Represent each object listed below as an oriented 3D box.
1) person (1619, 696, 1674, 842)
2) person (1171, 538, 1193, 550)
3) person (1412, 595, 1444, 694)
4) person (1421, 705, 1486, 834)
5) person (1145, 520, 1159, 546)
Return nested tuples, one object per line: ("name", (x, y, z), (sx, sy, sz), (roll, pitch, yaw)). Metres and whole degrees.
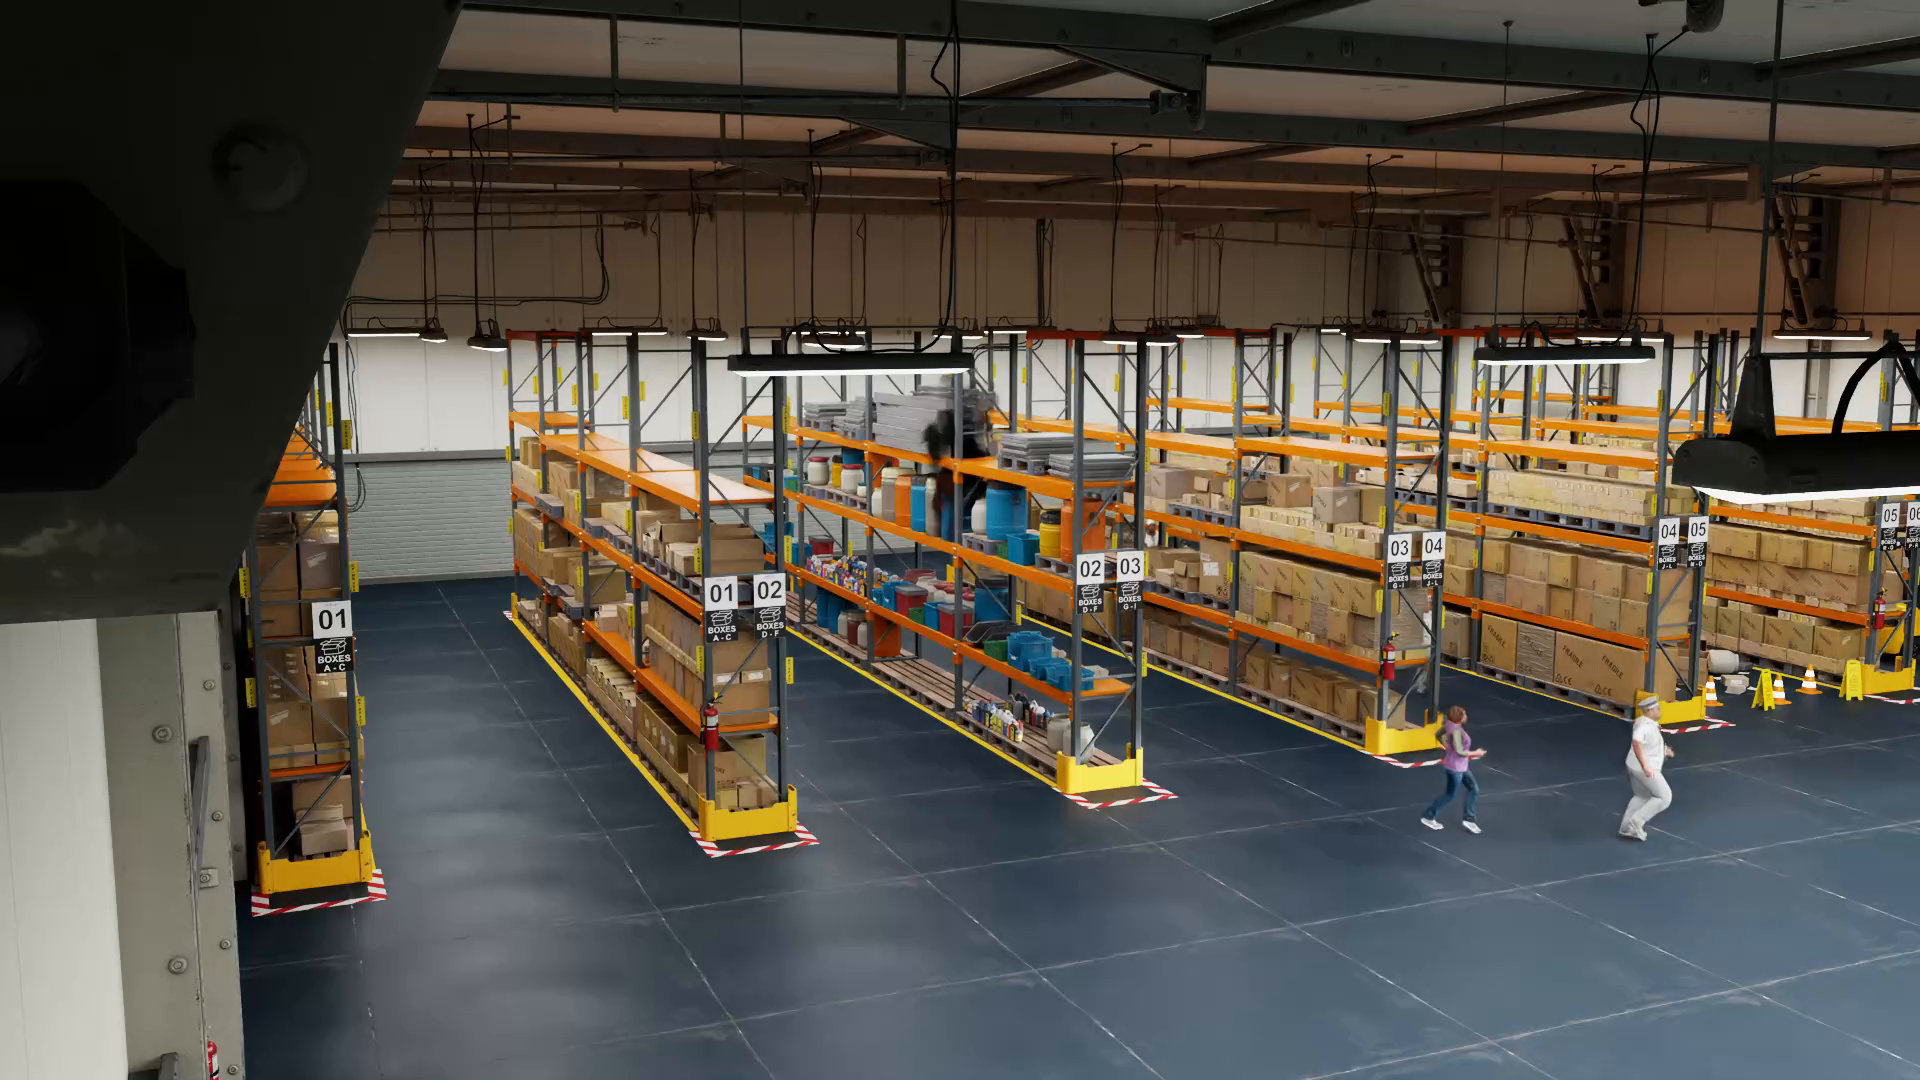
("person", (8.328, 2.743, 20.076), (0.625, 1.756, 0.667), (1, 8, 6))
("person", (5.529, -0.140, 41.670), (0.815, 1.614, 0.622), (4, 9, 27))
("person", (7.807, 1.742, 27.795), (0.587, 1.659, 0.655), (-5, 9, -35))
("person", (6.031, 2.804, 20.312), (0.733, 1.620, 0.541), (2, 8, 13))
("person", (4.303, 0.405, 37.327), (0.703, 1.745, 0.669), (-2, 8, -13))
